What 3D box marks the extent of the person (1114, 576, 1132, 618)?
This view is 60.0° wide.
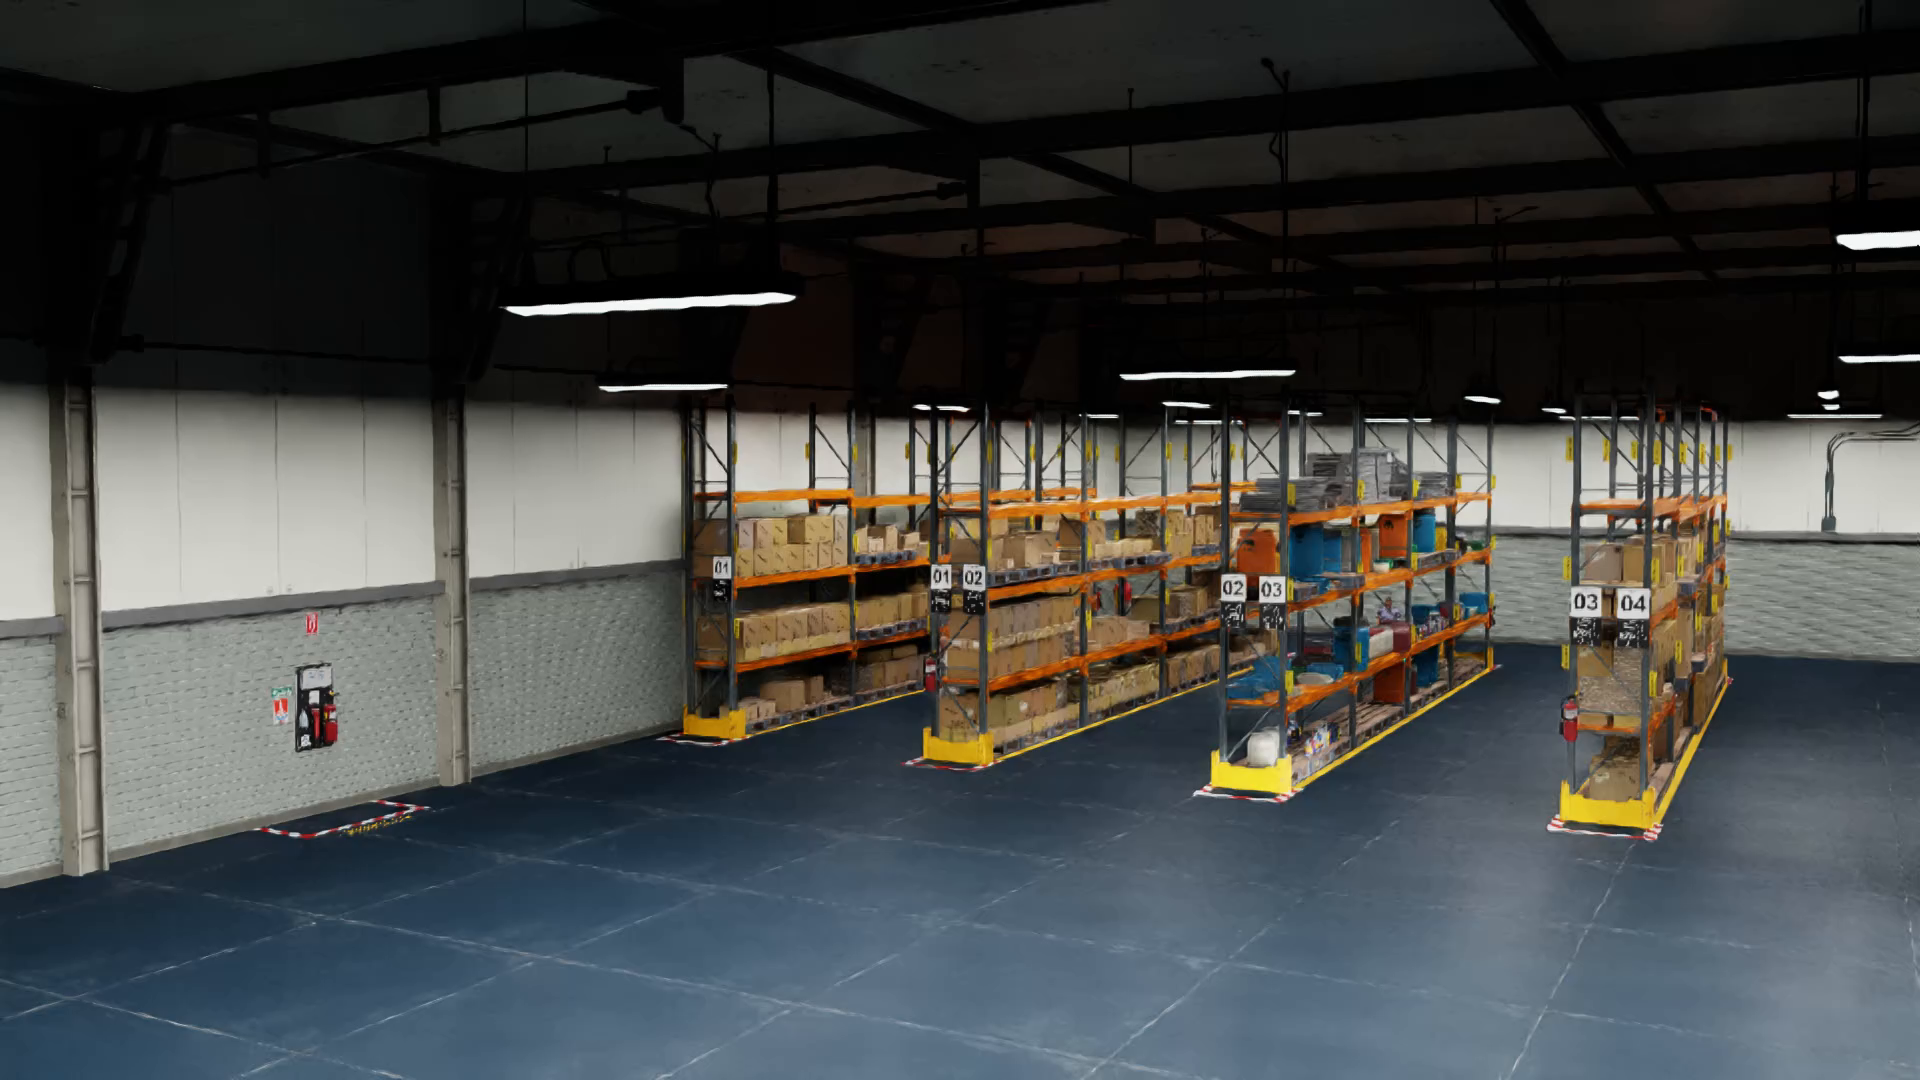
[{"bbox_3d":[4.493,1.754,45.210,0.769,1.716,0.587,-1,3,-24],"label":"person"}]

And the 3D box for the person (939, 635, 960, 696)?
[{"bbox_3d":[-0.234,2.657,29.993,0.729,1.545,0.546,2,3,27],"label":"person"}]

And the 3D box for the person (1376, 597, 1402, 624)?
[{"bbox_3d":[10.214,2.139,39.558,0.625,1.581,0.517,1,3,26],"label":"person"}]
